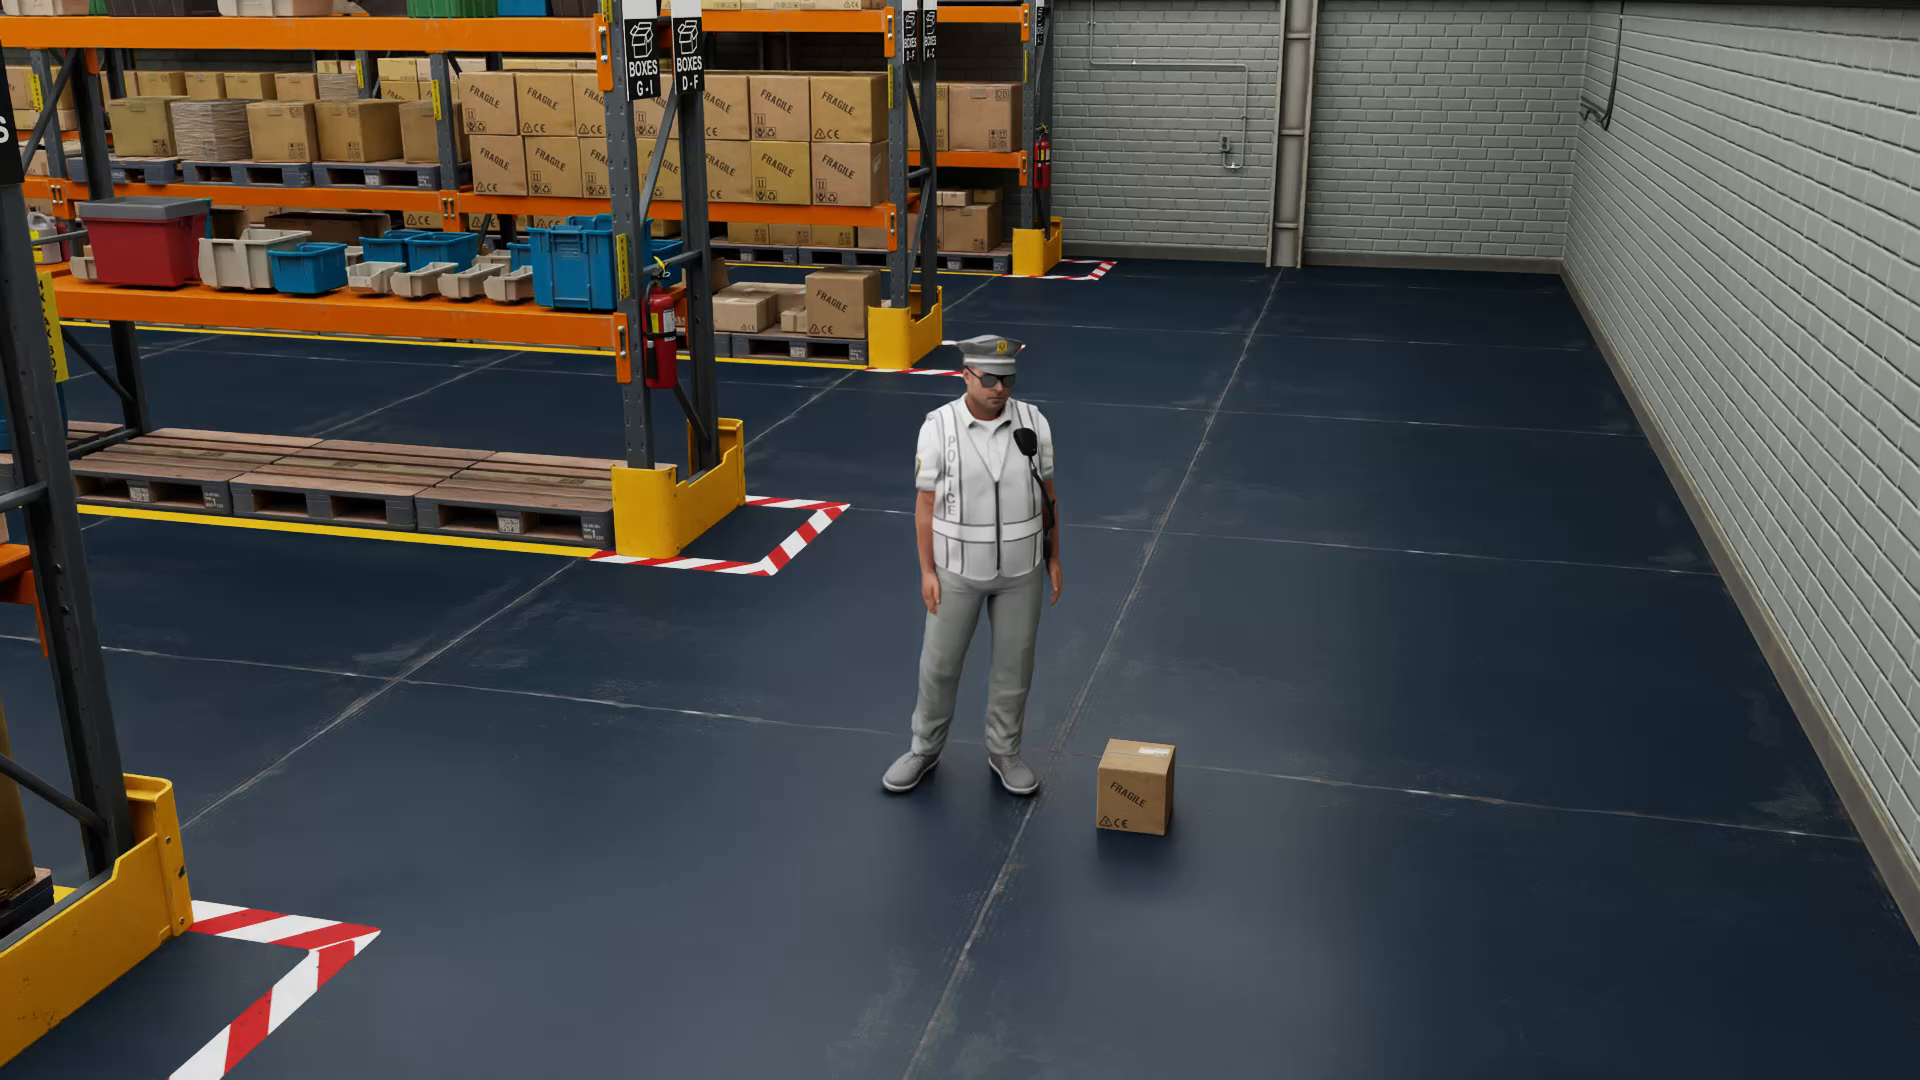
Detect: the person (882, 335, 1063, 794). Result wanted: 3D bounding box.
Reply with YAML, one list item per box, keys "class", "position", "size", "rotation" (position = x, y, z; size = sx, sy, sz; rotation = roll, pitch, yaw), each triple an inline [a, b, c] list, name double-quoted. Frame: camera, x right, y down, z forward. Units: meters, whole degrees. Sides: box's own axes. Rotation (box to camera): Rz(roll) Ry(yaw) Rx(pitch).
- class: "person"
  position: [0.044, 0.098, 6.214]
  size: [0.708, 1.757, 0.399]
  rotation: [-4, 18, -11]
